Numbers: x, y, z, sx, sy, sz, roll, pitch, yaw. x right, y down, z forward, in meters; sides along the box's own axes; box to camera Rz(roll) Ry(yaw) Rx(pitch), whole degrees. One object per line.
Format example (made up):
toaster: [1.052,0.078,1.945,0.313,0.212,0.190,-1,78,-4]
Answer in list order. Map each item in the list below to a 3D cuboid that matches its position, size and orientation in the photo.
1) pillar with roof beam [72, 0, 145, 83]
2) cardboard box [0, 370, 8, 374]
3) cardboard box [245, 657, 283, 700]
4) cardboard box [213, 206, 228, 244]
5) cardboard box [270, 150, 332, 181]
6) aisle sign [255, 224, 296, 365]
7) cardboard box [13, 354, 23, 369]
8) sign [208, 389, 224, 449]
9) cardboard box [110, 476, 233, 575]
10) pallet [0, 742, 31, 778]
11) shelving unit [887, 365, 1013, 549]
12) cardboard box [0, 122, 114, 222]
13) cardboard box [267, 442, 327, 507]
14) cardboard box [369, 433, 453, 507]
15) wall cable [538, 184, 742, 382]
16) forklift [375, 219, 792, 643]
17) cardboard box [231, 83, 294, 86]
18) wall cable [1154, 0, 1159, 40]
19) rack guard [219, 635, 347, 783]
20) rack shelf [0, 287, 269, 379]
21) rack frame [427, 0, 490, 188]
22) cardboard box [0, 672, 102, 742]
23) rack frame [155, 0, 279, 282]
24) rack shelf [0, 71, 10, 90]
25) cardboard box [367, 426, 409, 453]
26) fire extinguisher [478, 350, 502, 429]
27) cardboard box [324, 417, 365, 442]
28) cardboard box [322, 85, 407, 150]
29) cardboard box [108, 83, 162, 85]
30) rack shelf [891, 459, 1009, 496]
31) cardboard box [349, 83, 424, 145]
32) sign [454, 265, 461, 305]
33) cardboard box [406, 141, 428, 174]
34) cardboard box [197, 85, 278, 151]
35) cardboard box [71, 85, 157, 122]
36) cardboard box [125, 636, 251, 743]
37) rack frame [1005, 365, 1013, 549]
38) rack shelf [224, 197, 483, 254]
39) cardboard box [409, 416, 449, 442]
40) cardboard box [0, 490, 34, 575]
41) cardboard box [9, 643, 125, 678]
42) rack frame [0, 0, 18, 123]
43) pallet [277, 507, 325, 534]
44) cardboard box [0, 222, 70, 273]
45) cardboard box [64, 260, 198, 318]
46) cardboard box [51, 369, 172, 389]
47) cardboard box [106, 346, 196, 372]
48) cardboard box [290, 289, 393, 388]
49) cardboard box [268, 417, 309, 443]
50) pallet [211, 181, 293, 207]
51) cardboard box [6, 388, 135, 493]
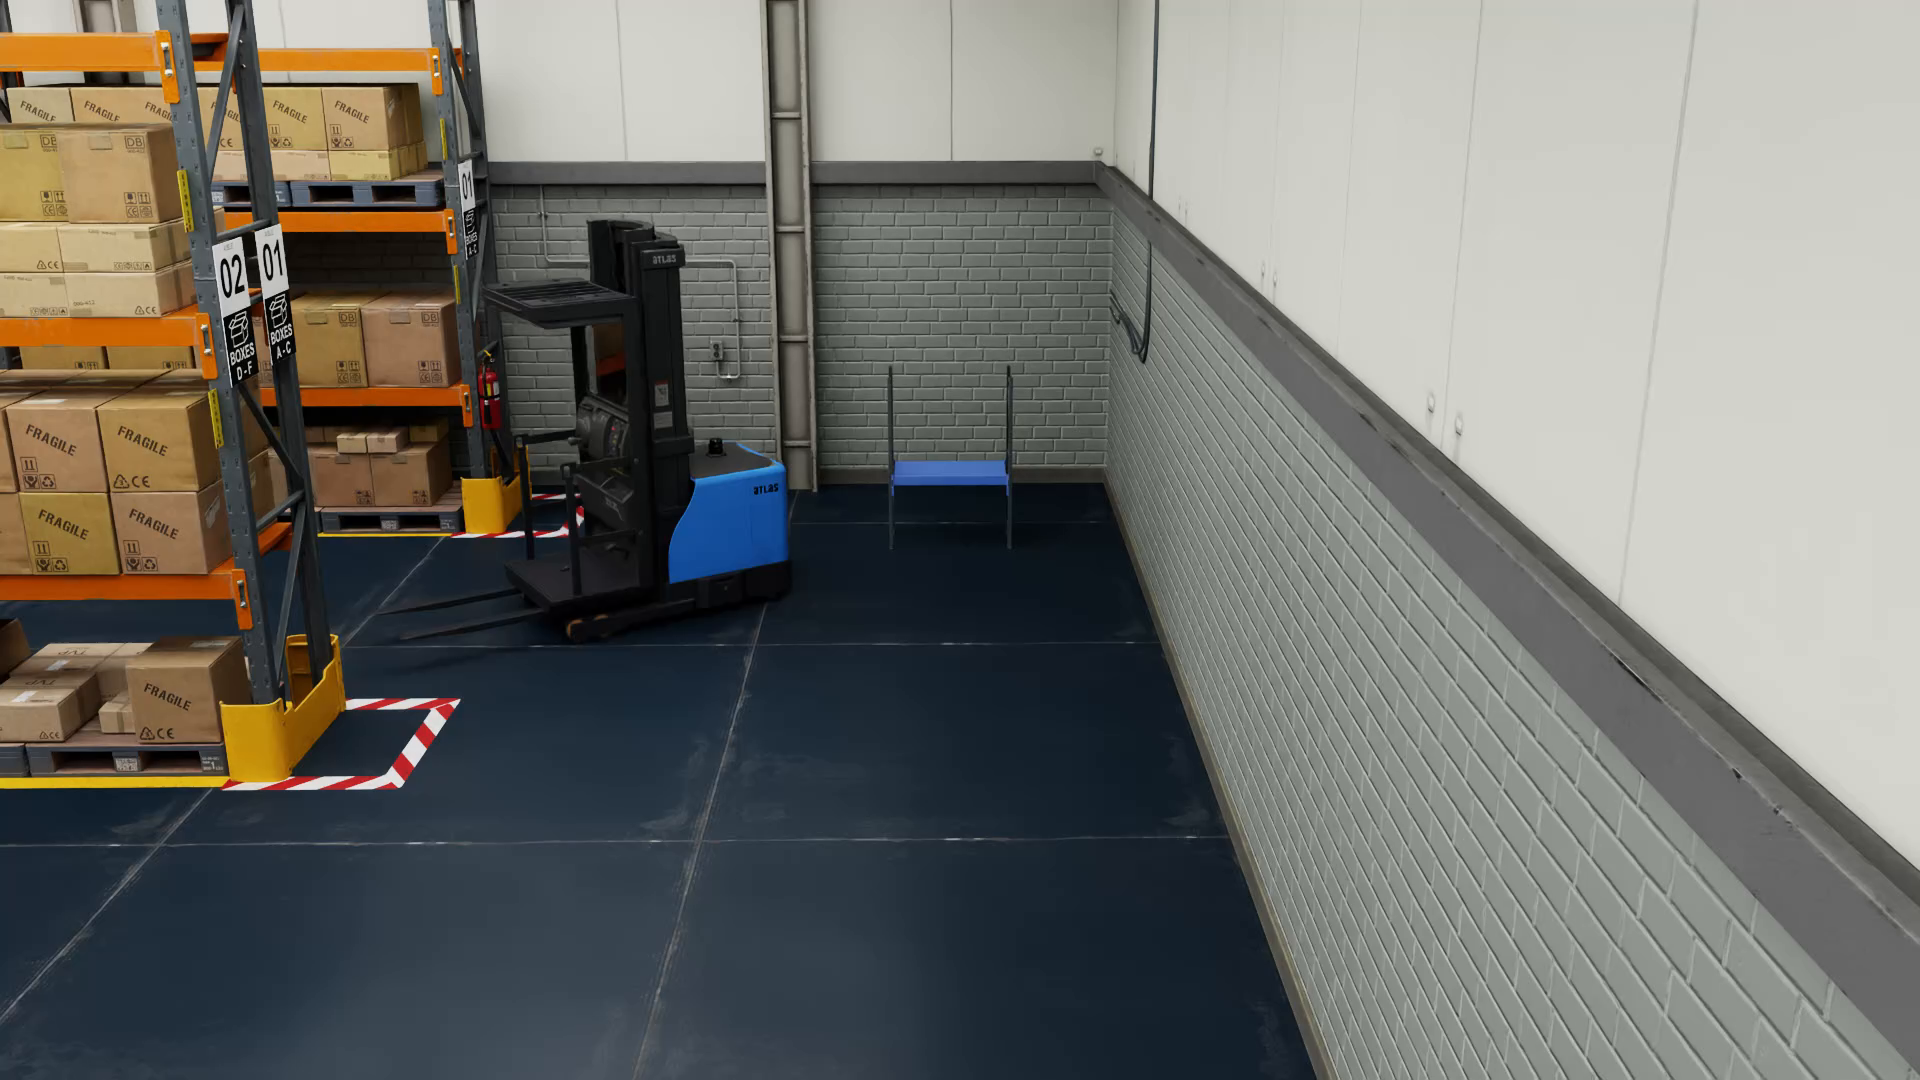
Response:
pillar with roof beam: [-7.497,-3.452,10.578,0.400,9.000,9.100,0,18,-1]
cardboard box: [-6.148,-0.743,10.152,0.500,0.500,0.500,0,18,-1]
cardboard box: [-4.594,0.896,10.792,0.250,0.149,0.380,0,18,-1]
cardboard box: [-4.687,-1.821,9.831,0.500,0.250,0.500,0,18,-1]
cardboard box: [-5.500,-3.179,14.031,0.500,0.250,0.500,-1,18,-3]
aisle sign: [-4.106,-1.477,9.986,0.004,0.787,0.394,0,18,-1]
cardboard box: [-8.589,-1.592,14.978,0.250,0.149,0.380,-1,18,-3]
sign: [-4.181,-0.682,9.349,0.005,0.325,0.100,0,18,-1]
cardboard box: [-4.613,-0.112,9.821,0.500,0.500,0.500,0,18,1]
pallet: [-6.260,1.188,10.499,1.213,0.211,1.003,0,18,-1]
shelving unit: [-0.085,-0.714,14.317,1.048,1.500,0.538,0,18,-1]
cardboard box: [-5.184,-2.117,9.526,0.500,0.500,0.700,0,18,-1]
cardboard box: [-5.953,-0.633,15.015,0.500,0.500,0.700,-1,18,-3]
cardboard box: [-4.950,-0.638,15.031,0.500,0.500,0.700,0,18,-1]
wall cable: [-2.986,-2.441,15.583,1.851,1.984,0.084,0,18,-1]
forklift: [-2.840,-0.826,12.325,3.031,2.935,1.130,-11,21,-32]
cardboard box: [-6.018,-3.691,14.399,0.500,0.500,0.500,0,18,-1]
wall cable: [1.452,-4.537,10.774,0.112,2.526,3.097,0,18,-1]
rack guard: [-4.246,1.041,10.483,0.348,0.500,1.175,0,18,-1]
rack shelf: [-6.169,-1.225,9.724,4.000,0.370,1.077,0,18,-1]
rack frame: [-4.252,-4.519,13.902,0.127,3.000,1.000,0,18,-1]
cardboard box: [-5.660,1.024,10.227,0.500,0.250,0.500,0,18,-1]
rack frame: [-4.170,-3.006,9.186,0.127,3.000,1.000,0,18,-1]
rack shelf: [-10.251,-3.957,13.983,4.000,0.370,1.077,0,18,-1]
cardboard box: [-5.075,-0.891,14.756,0.250,0.149,0.380,0,18,-2]
fire extinguisher: [-4.093,-1.308,14.450,0.183,0.674,0.296,0,18,-1]
cardboard box: [-5.585,-1.005,15.112,0.250,0.149,0.380,0,18,0]
cardboard box: [-4.979,-3.537,13.919,0.500,0.500,0.500,0,18,-1]
cardboard box: [-7.040,-3.682,14.370,0.500,0.500,0.500,-1,18,-3]
rack shelf: [-0.085,-0.542,14.372,1.000,0.185,0.538,0,18,-1]
cardboard box: [-4.985,-3.694,14.408,0.500,0.500,0.500,-1,18,-3]
sign: [-4.257,-2.161,14.089,0.005,0.325,0.100,0,18,-1]
cardboard box: [-4.985,-3.338,14.527,0.500,0.250,0.500,1,18,2]
cardboard box: [-6.001,-3.533,13.906,0.500,0.500,0.500,-1,18,-3]
cardboard box: [-7.020,-3.527,13.887,0.500,0.500,0.500,-1,18,-2]
cardboard box: [-4.709,0.909,10.174,0.500,0.500,0.500,0,18,-1]
rack frame: [0.423,-0.716,14.325,0.032,1.500,0.500,0,18,-1]
rack shelf: [-6.251,-2.738,14.440,4.000,0.370,1.077,0,18,-1]
cardboard box: [-4.828,-1.009,15.124,0.250,0.149,0.380,0,18,0]
cardboard box: [-5.631,-0.107,9.808,0.500,0.500,0.500,0,18,0]
cardboard box: [-5.718,0.871,10.702,0.500,0.250,0.500,0,18,-1]
rack frame: [-8.251,-4.500,13.842,0.127,3.000,1.000,0,18,-1]
pallet: [-6.267,-0.302,15.143,1.213,0.211,1.003,0,18,-1]
cardboard box: [-5.179,-1.661,9.332,0.500,0.250,0.500,0,18,-1]
cardboard box: [-4.679,-1.423,9.408,0.500,0.250,0.500,0,18,-1]
cardboard box: [-5.140,-0.747,10.164,0.500,0.500,0.500,0,18,0]
cardboard box: [-6.978,-1.785,14.711,0.700,0.700,0.980,-1,18,-2]
cardboard box: [-5.489,-1.793,14.734,0.700,0.700,0.980,0,18,-1]
cardboard box: [-6.096,-1.002,15.103,0.250,0.149,0.380,0,18,0]
pallet: [-6.216,-3.035,14.332,1.213,0.211,1.003,0,18,-1]
cardboard box: [-5.115,-0.584,9.657,0.500,0.500,0.500,0,18,1]
